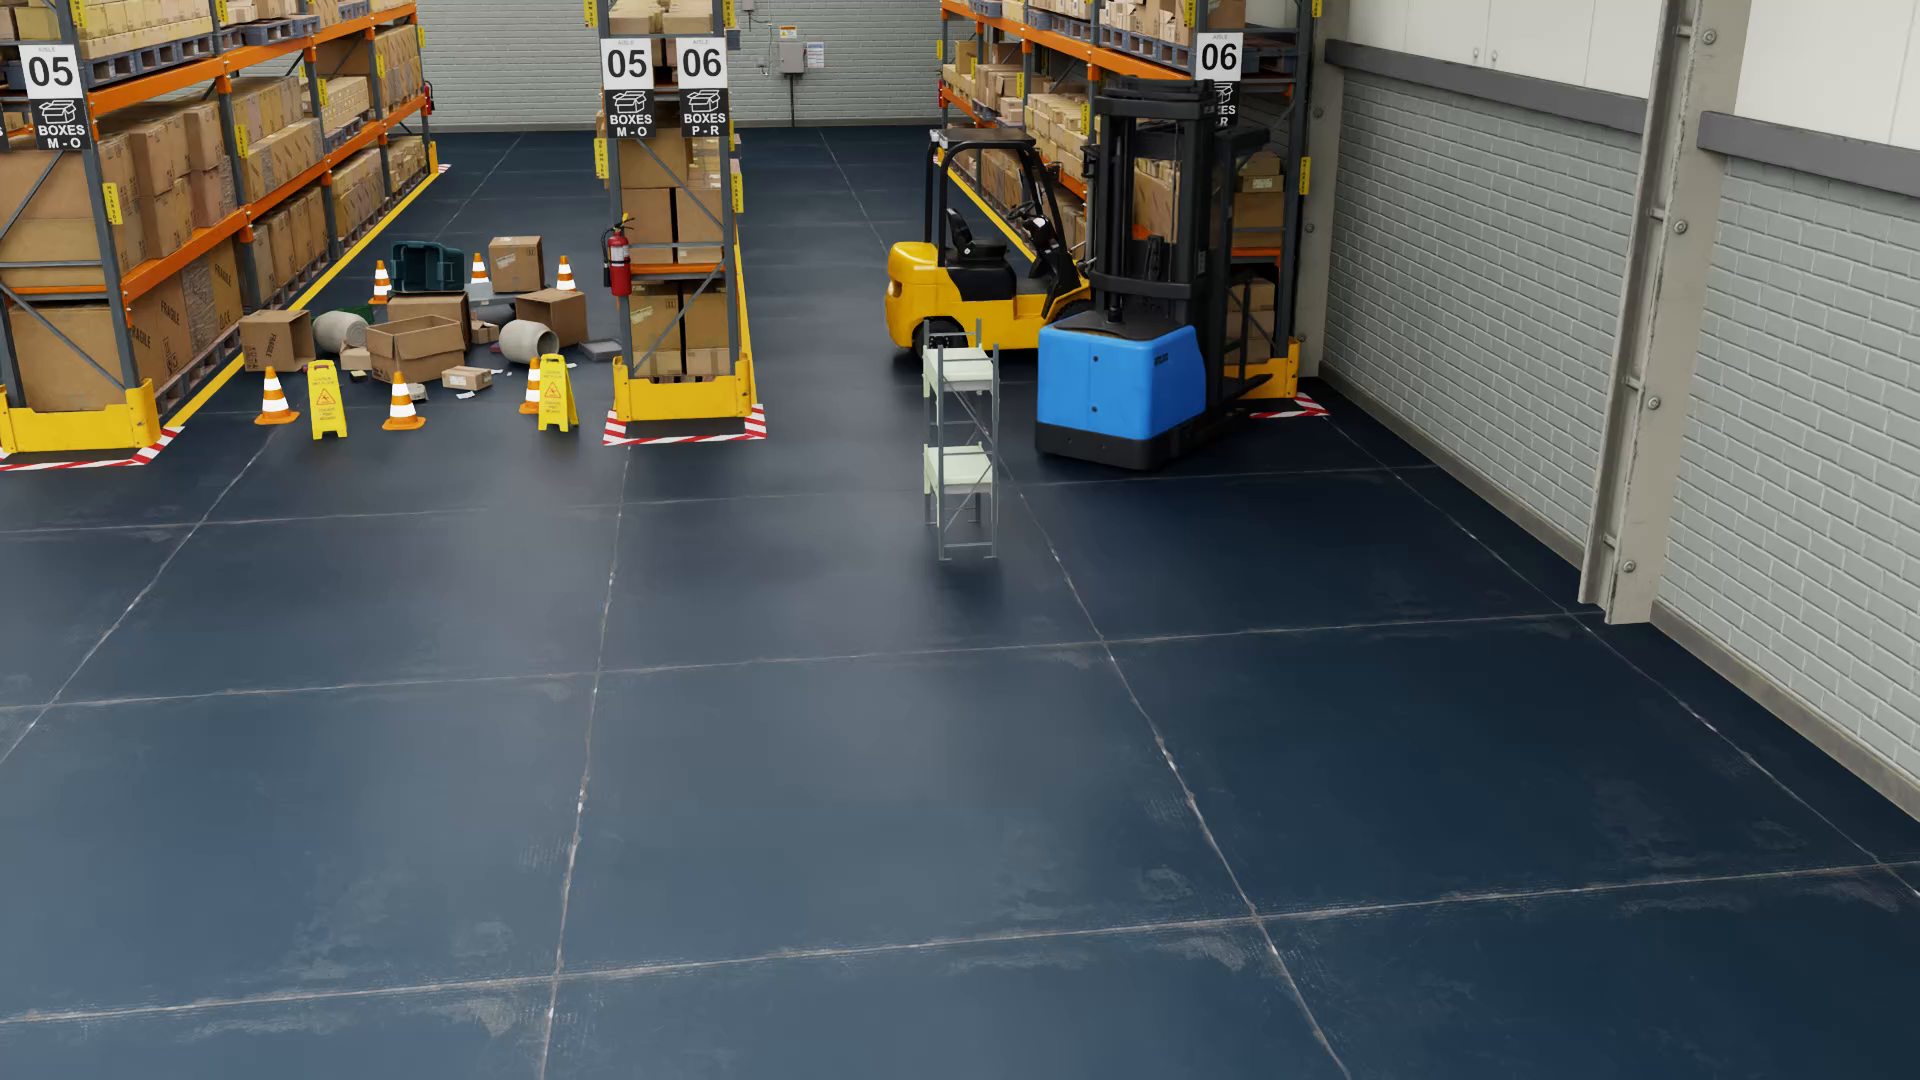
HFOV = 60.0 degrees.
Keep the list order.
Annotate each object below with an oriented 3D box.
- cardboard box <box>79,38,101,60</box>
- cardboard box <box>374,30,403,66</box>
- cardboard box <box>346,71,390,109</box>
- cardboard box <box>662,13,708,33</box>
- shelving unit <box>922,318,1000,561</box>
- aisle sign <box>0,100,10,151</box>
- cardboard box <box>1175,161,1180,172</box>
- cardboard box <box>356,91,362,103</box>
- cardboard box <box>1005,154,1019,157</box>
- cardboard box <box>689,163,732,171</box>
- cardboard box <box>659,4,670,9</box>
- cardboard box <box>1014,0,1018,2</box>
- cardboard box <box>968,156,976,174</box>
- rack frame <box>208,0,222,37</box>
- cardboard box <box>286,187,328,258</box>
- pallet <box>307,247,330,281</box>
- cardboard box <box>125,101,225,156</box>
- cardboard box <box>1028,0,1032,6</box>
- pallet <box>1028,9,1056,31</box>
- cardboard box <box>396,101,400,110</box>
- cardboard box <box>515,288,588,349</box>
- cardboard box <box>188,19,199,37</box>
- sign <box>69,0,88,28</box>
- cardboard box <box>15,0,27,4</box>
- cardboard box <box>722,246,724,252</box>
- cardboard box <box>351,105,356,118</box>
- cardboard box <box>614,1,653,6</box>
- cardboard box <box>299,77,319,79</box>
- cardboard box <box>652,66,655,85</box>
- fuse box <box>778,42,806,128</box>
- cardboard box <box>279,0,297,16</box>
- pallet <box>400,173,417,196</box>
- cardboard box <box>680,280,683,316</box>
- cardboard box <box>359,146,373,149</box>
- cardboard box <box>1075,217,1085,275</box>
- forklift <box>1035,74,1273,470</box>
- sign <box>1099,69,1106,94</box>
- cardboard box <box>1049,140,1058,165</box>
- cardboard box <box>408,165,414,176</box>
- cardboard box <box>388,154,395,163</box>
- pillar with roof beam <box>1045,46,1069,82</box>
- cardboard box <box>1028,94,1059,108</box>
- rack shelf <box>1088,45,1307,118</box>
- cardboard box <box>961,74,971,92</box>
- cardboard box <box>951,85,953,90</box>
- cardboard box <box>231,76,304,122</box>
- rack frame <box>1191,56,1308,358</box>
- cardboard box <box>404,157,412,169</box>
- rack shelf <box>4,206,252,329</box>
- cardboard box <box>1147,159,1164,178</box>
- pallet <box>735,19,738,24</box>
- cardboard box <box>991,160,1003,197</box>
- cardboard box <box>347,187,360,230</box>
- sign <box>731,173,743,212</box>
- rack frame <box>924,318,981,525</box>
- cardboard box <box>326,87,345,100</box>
[{"bbox_3d":[-7.039,-3.878,13.141,0.380,0.149,0.250,-3,21,-7],"label":"cardboard box"},{"bbox_3d":[-9.064,-7.723,26.109,0.500,0.500,0.500,-4,21,-10],"label":"cardboard box"},{"bbox_3d":[-8.858,-6.737,24.900,0.500,0.500,0.500,-3,21,-9],"label":"cardboard box"},{"bbox_3d":[-2.324,-4.378,14.082,0.380,0.149,0.250,-3,21,-8],"label":"cardboard box"},{"bbox_3d":[0.001,-0.700,11.448,0.431,1.500,0.755,-3,21,-8],"label":"shelving unit"},{"bbox_3d":[-7.593,-3.390,12.791,0.394,0.787,0.004,-3,21,-8],"label":"aisle sign"},{"bbox_3d":[2.162,-3.436,15.133,0.380,0.149,0.250,-3,21,-8],"label":"cardboard box"},{"bbox_3d":[-8.711,-6.280,23.578,0.380,0.149,0.250,-2,21,-5],"label":"cardboard box"},{"bbox_3d":[0.865,-5.554,24.346,0.380,0.149,0.250,-3,21,-8],"label":"cardboard box"},{"bbox_3d":[-2.369,-3.217,15.473,0.500,0.500,0.500,-3,21,-9],"label":"cardboard box"},{"bbox_3d":[-3.227,-5.608,17.772,0.500,0.250,0.500,-3,21,-9],"label":"cardboard box"},{"bbox_3d":[0.936,-7.418,22.646,0.380,0.149,0.250,-3,21,-8],"label":"cardboard box"},{"bbox_3d":[0.336,-6.121,27.125,0.396,0.266,0.258,-2,21,-6],"label":"cardboard box"},{"bbox_3d":[-7.883,-6.408,16.011,1.000,3.000,0.127,-3,21,-8],"label":"rack frame"},{"bbox_3d":[-8.461,-3.910,20.512,1.050,0.750,0.750,-3,21,-8],"label":"cardboard box"},{"bbox_3d":[-8.421,-3.399,20.515,1.003,0.211,1.213,-3,21,-8],"label":"pallet"},{"bbox_3d":[-7.864,-4.044,16.498,0.875,0.550,0.550,-3,21,-8],"label":"cardboard box"},{"bbox_3d":[1.085,-6.922,21.265,0.380,0.166,0.250,-3,21,-8],"label":"cardboard box"},{"bbox_3d":[1.522,-6.605,21.095,1.213,0.211,1.003,-2,21,-5],"label":"pallet"},{"bbox_3d":[-8.991,-6.817,26.041,0.380,0.149,0.250,-2,21,-5],"label":"cardboard box"},{"bbox_3d":[-4.191,-2.272,17.082,0.500,0.500,0.500,12,24,29],"label":"cardboard box"},{"bbox_3d":[-7.439,-4.842,15.721,0.380,0.149,0.250,-3,21,-7],"label":"cardboard box"},{"bbox_3d":[-6.756,-4.090,12.730,0.100,0.325,0.005,-3,21,-8],"label":"sign"},{"bbox_3d":[-7.762,-4.392,13.376,0.380,0.149,0.250,-3,21,-7],"label":"cardboard box"},{"bbox_3d":[-2.275,-2.690,14.990,0.380,0.149,0.250,-4,21,-9],"label":"cardboard box"},{"bbox_3d":[-8.629,-5.959,23.144,0.380,0.149,0.250,-4,21,-10],"label":"cardboard box"},{"bbox_3d":[-3.170,-5.145,16.136,0.380,0.149,0.250,-3,21,-8],"label":"cardboard box"},{"bbox_3d":[-9.435,-6.565,23.915,0.380,0.149,0.250,-2,21,-5],"label":"cardboard box"},{"bbox_3d":[-2.751,-3.894,13.926,0.380,0.149,0.250,-3,21,-8],"label":"cardboard box"},{"bbox_3d":[-3.465,-9.440,34.544,0.539,1.711,0.414,-3,21,-8],"label":"fuse box"},{"bbox_3d":[-8.012,-6.242,19.240,0.500,0.311,0.500,-3,21,-8],"label":"cardboard box"},{"bbox_3d":[-9.347,-5.715,26.715,1.003,0.211,1.213,-3,21,-8],"label":"pallet"},{"bbox_3d":[-2.941,-2.377,16.050,0.500,0.500,0.500,-3,21,-9],"label":"cardboard box"},{"bbox_3d":[-9.664,-6.239,26.757,0.380,0.149,0.250,-3,21,-7],"label":"cardboard box"},{"bbox_3d":[1.826,-3.398,19.320,0.875,0.625,0.625,-2,21,-5],"label":"cardboard box"},{"bbox_3d":[1.848,-2.377,13.892,1.130,2.935,3.031,13,24,32],"label":"forklift"},{"bbox_3d":[1.884,-6.090,22.080,0.100,0.325,0.005,-3,21,-8],"label":"sign"},{"bbox_3d":[1.379,-4.750,20.361,0.500,0.250,0.500,-2,21,-6],"label":"cardboard box"},{"bbox_3d":[-9.074,-5.996,26.957,0.380,0.149,0.250,-3,21,-7],"label":"cardboard box"},{"bbox_3d":[-9.007,-5.909,25.875,0.380,0.149,0.250,-3,21,-9],"label":"cardboard box"},{"bbox_3d":[-2.710,-9.783,25.048,9.100,9.000,0.400,-3,21,-8],"label":"pillar with roof beam"},{"bbox_3d":[1.090,-5.744,21.738,0.380,0.149,0.250,-2,21,-6],"label":"cardboard box"},{"bbox_3d":[2.200,-4.509,16.243,1.077,0.370,4.000,-3,21,-8],"label":"rack shelf"},{"bbox_3d":[0.298,-7.482,27.252,0.500,0.250,0.500,-3,21,-8],"label":"cardboard box"},{"bbox_3d":[0.041,-7.957,29.093,0.380,0.149,0.250,-2,21,-6],"label":"cardboard box"},{"bbox_3d":[-8.405,-5.341,20.158,0.700,0.500,0.500,-3,21,-8],"label":"cardboard box"},{"bbox_3d":[2.489,-2.749,14.788,1.000,3.000,0.127,-3,21,-8],"label":"rack frame"},{"bbox_3d":[-9.005,-6.042,26.655,0.380,0.149,0.250,-3,21,-7],"label":"cardboard box"},{"bbox_3d":[-7.595,-2.568,15.332,1.077,0.370,4.000,-3,21,-8],"label":"rack shelf"},{"bbox_3d":[2.009,-3.562,15.895,0.380,0.149,0.250,-4,21,-10],"label":"cardboard box"},{"bbox_3d":[-3.135,-5.777,18.878,1.213,0.211,1.003,-3,21,-8],"label":"pallet"},{"bbox_3d":[0.760,-5.393,24.842,0.500,0.500,0.500,-4,21,-9],"label":"cardboard box"},{"bbox_3d":[-8.385,-4.440,22.288,0.500,0.500,0.500,-3,21,-7],"label":"cardboard box"},{"bbox_3d":[-1.886,-2.930,14.036,0.100,0.325,0.005,-3,21,-8],"label":"sign"},{"bbox_3d":[-0.052,-0.827,11.787,0.400,1.500,0.023,-3,21,-8],"label":"rack frame"},{"bbox_3d":[-8.558,-6.051,22.539,0.380,0.149,0.250,-3,21,-9],"label":"cardboard box"}]
